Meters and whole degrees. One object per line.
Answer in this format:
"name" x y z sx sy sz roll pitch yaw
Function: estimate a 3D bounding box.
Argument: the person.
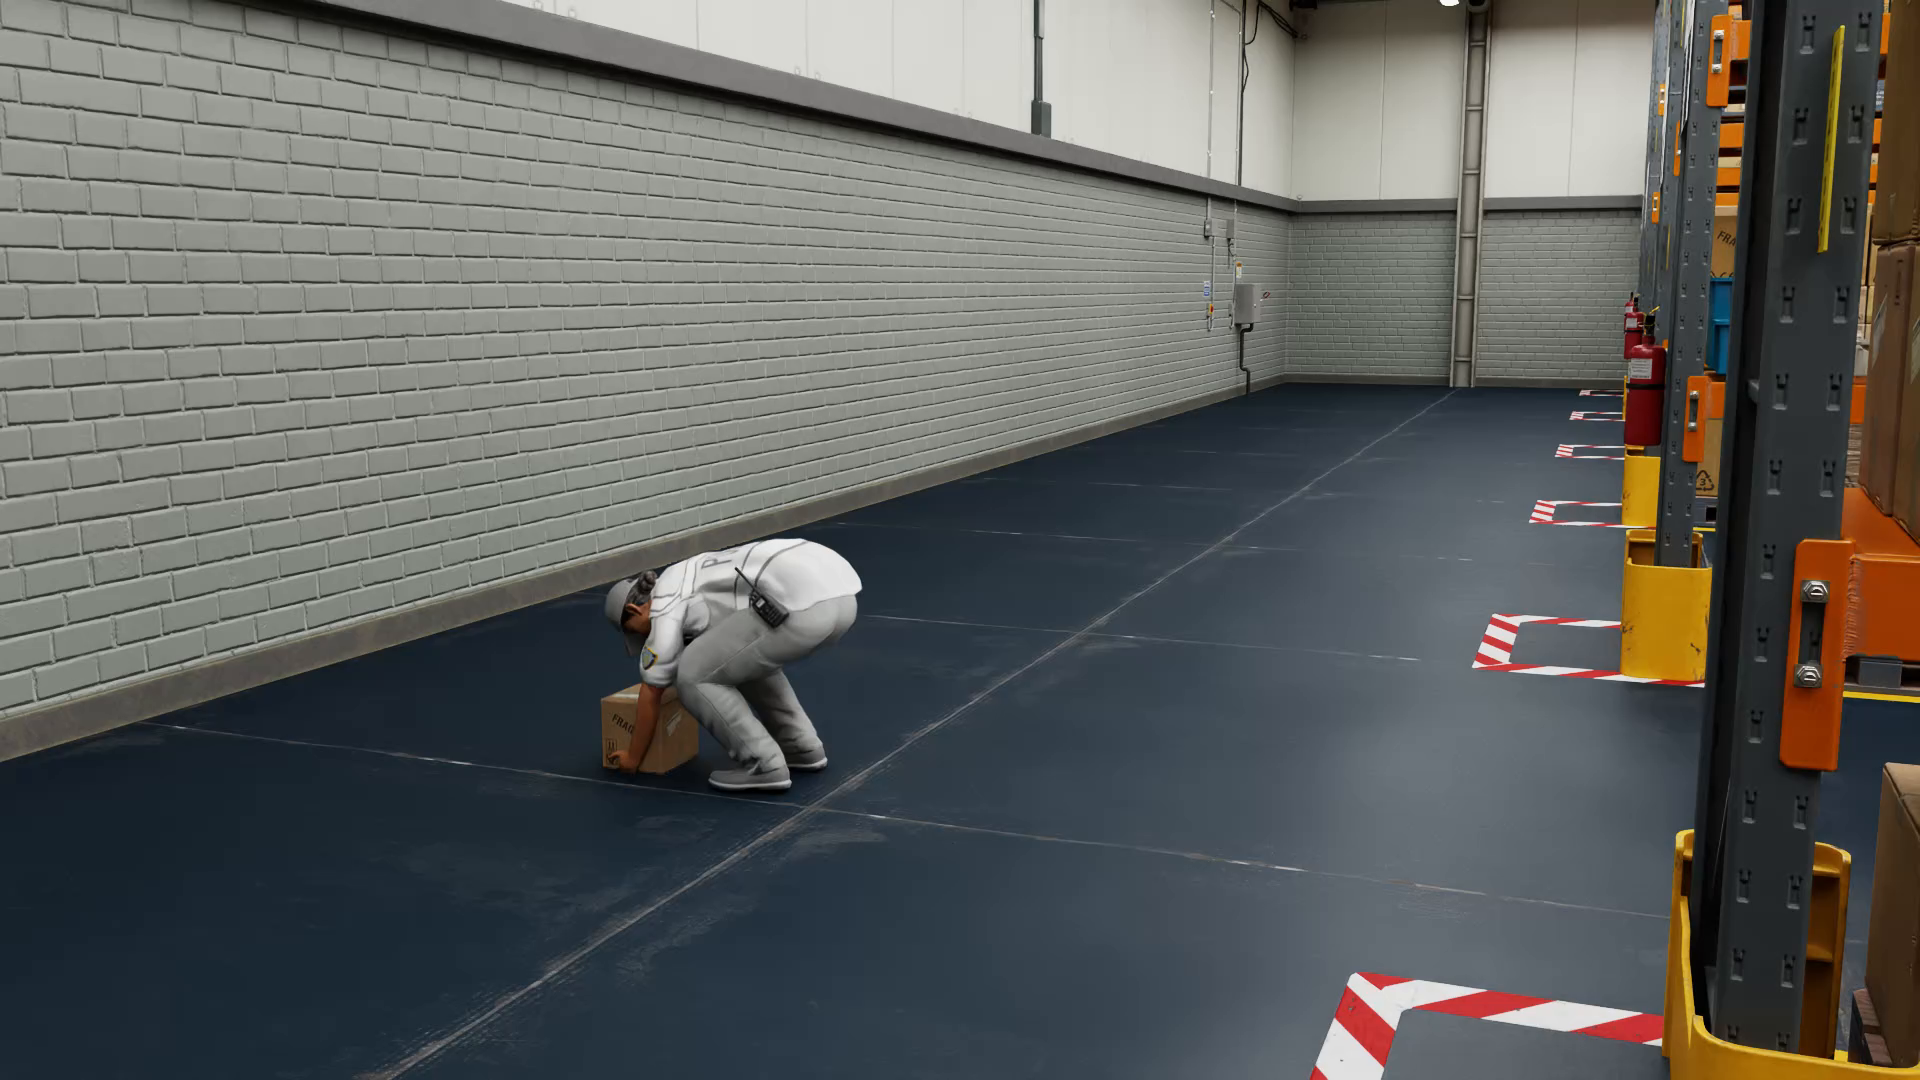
"person" -0.818 0.419 5.849 0.940 0.854 0.524 3 9 19
